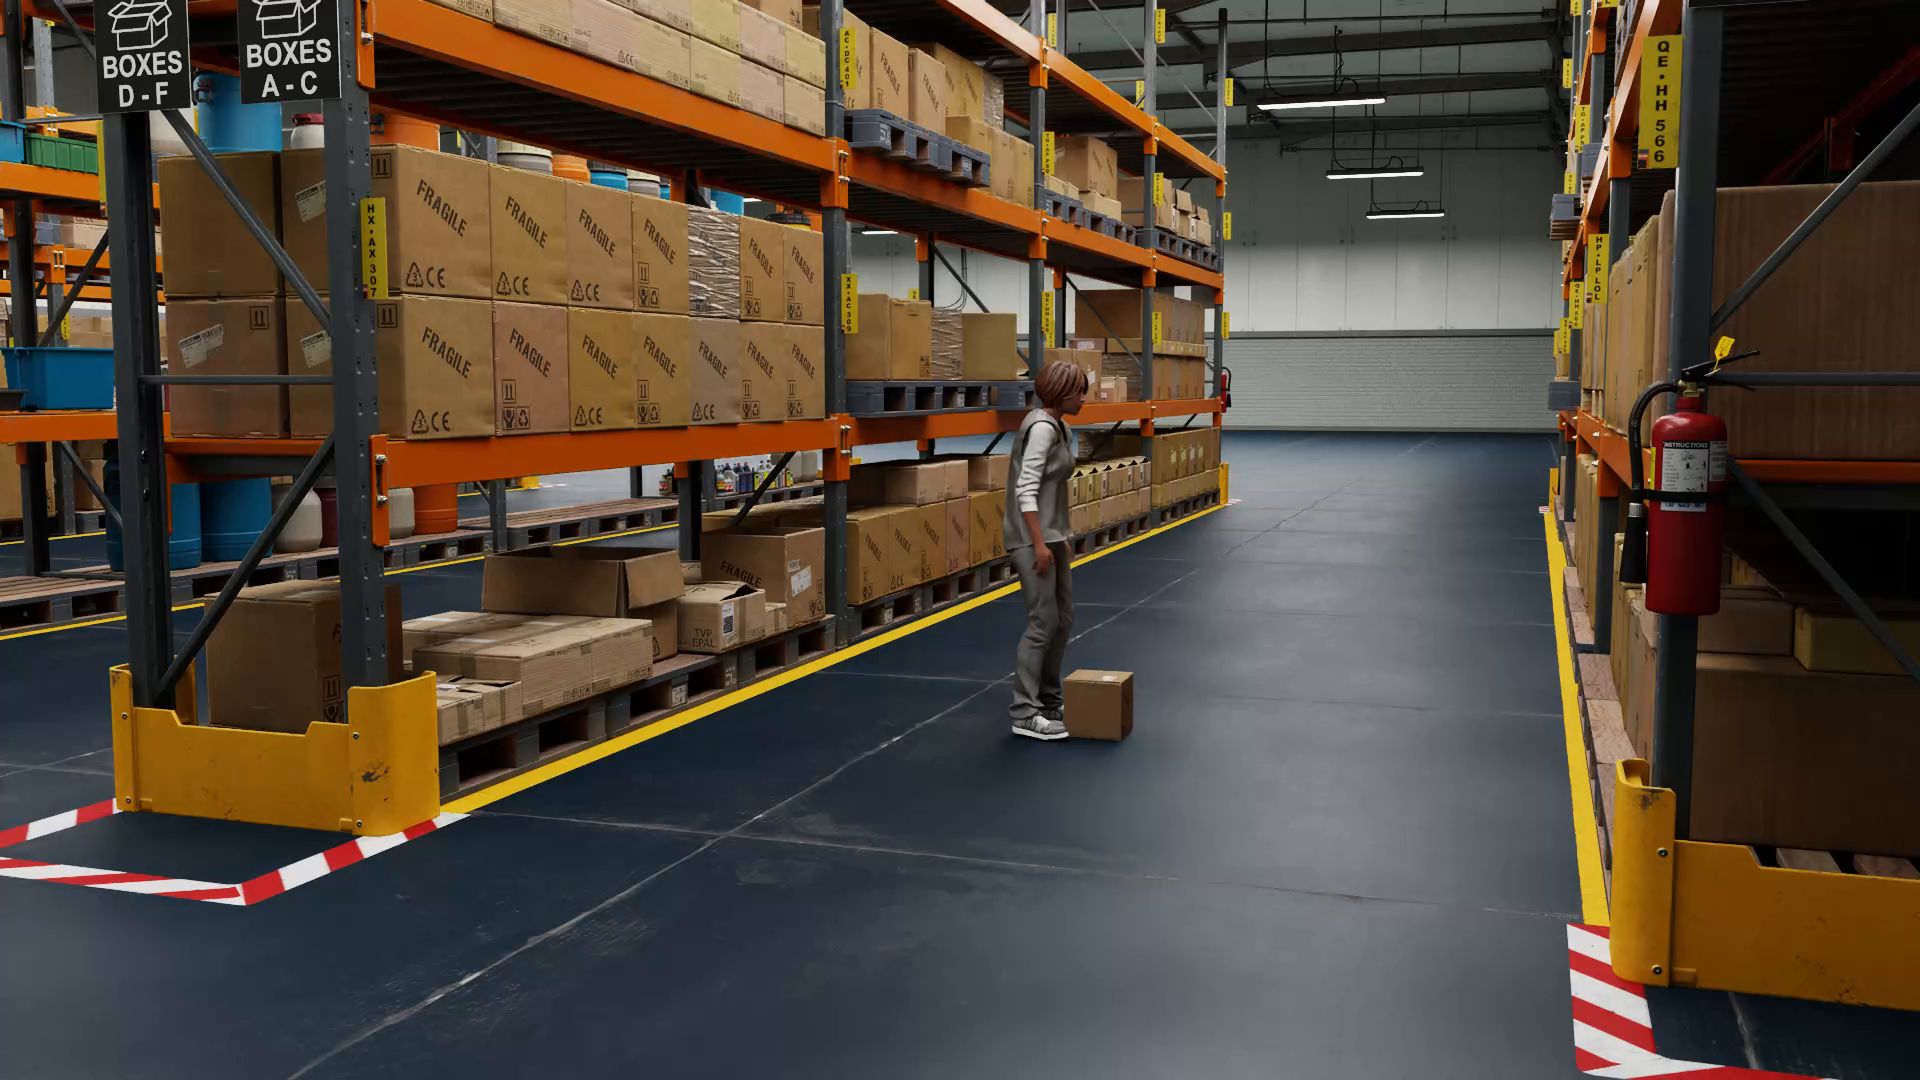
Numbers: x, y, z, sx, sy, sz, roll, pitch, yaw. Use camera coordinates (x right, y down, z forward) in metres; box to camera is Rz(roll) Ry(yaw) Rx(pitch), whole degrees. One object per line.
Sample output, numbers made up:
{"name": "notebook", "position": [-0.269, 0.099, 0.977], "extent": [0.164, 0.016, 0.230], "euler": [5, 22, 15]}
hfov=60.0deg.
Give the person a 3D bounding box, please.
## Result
{"name": "person", "position": [0.375, 0.031, 7.135], "extent": [0.367, 1.593, 0.473], "euler": [2, 6, 17]}
